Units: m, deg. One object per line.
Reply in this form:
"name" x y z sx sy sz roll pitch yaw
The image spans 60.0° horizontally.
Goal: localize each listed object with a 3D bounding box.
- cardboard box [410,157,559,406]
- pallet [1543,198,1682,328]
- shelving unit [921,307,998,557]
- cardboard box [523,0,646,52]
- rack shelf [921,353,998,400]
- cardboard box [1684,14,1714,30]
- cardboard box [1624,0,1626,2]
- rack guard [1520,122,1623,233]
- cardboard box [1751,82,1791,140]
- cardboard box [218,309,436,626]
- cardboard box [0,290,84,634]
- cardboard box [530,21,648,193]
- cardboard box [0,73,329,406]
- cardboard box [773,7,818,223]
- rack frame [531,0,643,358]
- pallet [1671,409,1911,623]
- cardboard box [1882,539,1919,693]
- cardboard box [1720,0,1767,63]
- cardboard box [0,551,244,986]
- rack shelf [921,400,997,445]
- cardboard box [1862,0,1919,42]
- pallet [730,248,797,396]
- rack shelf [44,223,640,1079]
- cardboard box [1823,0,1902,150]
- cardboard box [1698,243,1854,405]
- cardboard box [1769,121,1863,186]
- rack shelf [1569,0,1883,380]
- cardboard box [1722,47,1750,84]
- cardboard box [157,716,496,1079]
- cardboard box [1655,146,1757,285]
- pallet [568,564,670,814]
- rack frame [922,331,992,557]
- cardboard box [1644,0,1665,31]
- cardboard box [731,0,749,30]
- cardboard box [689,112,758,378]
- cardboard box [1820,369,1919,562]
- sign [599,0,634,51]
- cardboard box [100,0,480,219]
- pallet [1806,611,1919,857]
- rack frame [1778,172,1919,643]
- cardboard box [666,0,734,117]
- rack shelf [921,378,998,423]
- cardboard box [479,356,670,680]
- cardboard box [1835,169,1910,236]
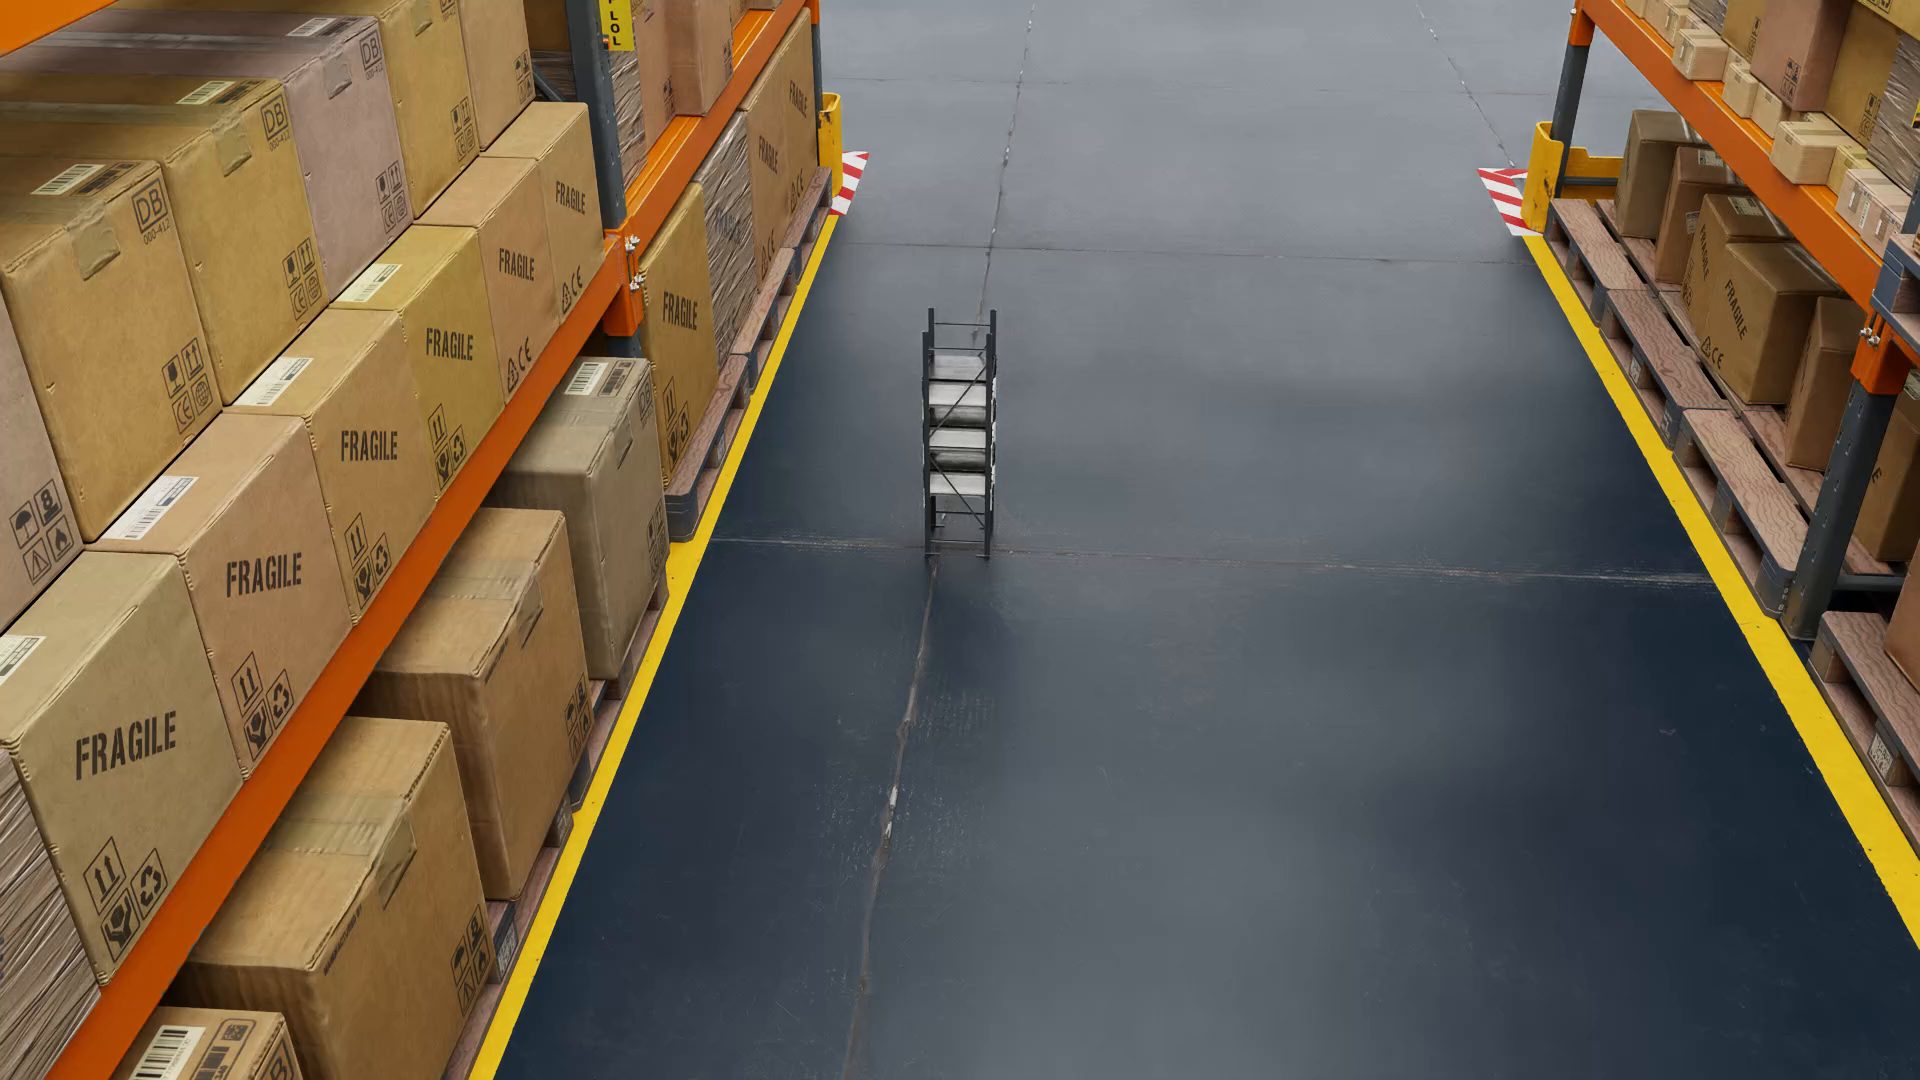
"cardboard box" -1.411 -0.698 4.429 0.500 0.500 0.500 2 32 3
"pallet" 3.560 -1.381 8.289 1.003 0.211 1.213 2 32 4
"shelving unit" -0.001 -0.379 6.007 0.258 0.900 0.210 2 32 4
"cardboard box" -1.529 -1.919 5.333 0.875 0.550 0.550 2 32 4
"rack shelf" -0.001 -0.580 5.883 0.258 0.077 0.200 2 32 4
"cardboard box" 3.312 -2.131 7.089 0.380 0.149 0.250 2 32 4
"cardboard box" 3.367 -2.655 7.939 0.380 0.149 0.250 2 32 4
"rack guard" 3.661 -1.927 8.901 1.175 0.500 0.348 2 32 4
"cardboard box" 3.218 -1.609 6.241 0.380 0.149 0.250 2 32 4
"cardboard box" -1.491 -0.168 3.569 0.500 0.500 0.500 2 32 3
"cardboard box" -1.833 -0.080 2.472 0.700 0.500 0.500 2 32 3
"cardboard box" -1.575 -1.461 5.619 0.875 0.550 0.550 2 32 4
"cardboard box" -1.752 -0.615 3.341 0.700 0.500 0.500 2 32 3
"cardboard box" -1.257 -2.213 8.606 0.875 0.875 0.875 3 32 4
"rack frame" -1.593 -1.204 5.345 1.000 3.000 0.127 2 32 4
"pallet" 3.361 -0.105 6.219 1.003 0.211 1.213 2 32 4
"cardboard box" 3.270 0.258 4.936 0.700 0.500 0.500 0 32 0
"cardboard box" 3.538 -2.127 6.463 0.875 0.500 0.500 2 32 4
"cardboard box" -1.575 0.356 2.718 0.500 0.500 0.500 2 32 4
"rack shelf" -0.001 -0.427 5.977 0.258 0.077 0.200 2 32 4
"cardboard box" 3.104 -1.781 4.950 0.500 0.500 0.500 2 32 4
"pallet" -1.357 -1.051 7.754 1.003 0.211 1.213 2 32 4
"rack shelf" -1.756 0.148 3.837 1.077 0.370 4.000 2 32 4
"cardboard box" 3.516 -1.601 5.610 0.875 0.500 0.500 2 32 4
"cardboard box" 3.426 -0.889 6.816 0.500 0.500 0.500 0 32 0
"cardboard box" 3.086 -1.351 5.823 0.380 0.149 0.250 2 32 4
"rack shelf" 3.505 -1.679 6.801 1.077 0.370 4.000 2 32 4
"cardboard box" 3.300 -1.869 6.662 0.380 0.149 0.250 2 32 4
"cardboard box" -1.712 0.895 3.683 1.050 0.750 0.750 3 32 5
"cardboard box" 3.586 -1.506 7.817 0.500 0.500 0.500 11 33 17
"pallet" -1.581 0.390 5.416 1.003 0.211 1.213 2 32 4
"rack frame" -0.009 -0.326 5.921 0.240 0.900 0.006 2 32 4
"cardboard box" 3.332 -2.394 7.514 0.380 0.149 0.250 2 32 4
"cardboard box" -1.447 -2.588 7.447 0.875 0.550 0.550 2 32 4
"cardboard box" -1.403 -1.276 7.086 0.875 0.875 0.875 3 32 4
"cardboard box" 3.414 -0.261 5.797 0.500 0.500 0.500 2 32 2
"sign" -1.052 -1.645 5.032 0.100 0.325 0.005 2 32 4
"cardboard box" -1.668 -1.143 4.198 0.700 0.500 0.500 2 32 3
"pallet" 3.280 0.655 4.986 1.003 0.211 1.213 2 32 4
"rack frame" 3.342 -0.939 4.915 1.000 3.000 0.127 2 32 4
"cardboard box" -1.392 -2.027 6.538 0.875 0.550 0.550 2 32 4
"rack shelf" -0.001 -0.504 5.930 0.258 0.077 0.200 2 32 4
"cardboard box" -1.554 -0.097 5.292 1.050 0.750 0.750 2 32 4
"cardboard box" 3.096 -1.088 5.395 0.380 0.149 0.250 2 32 4
